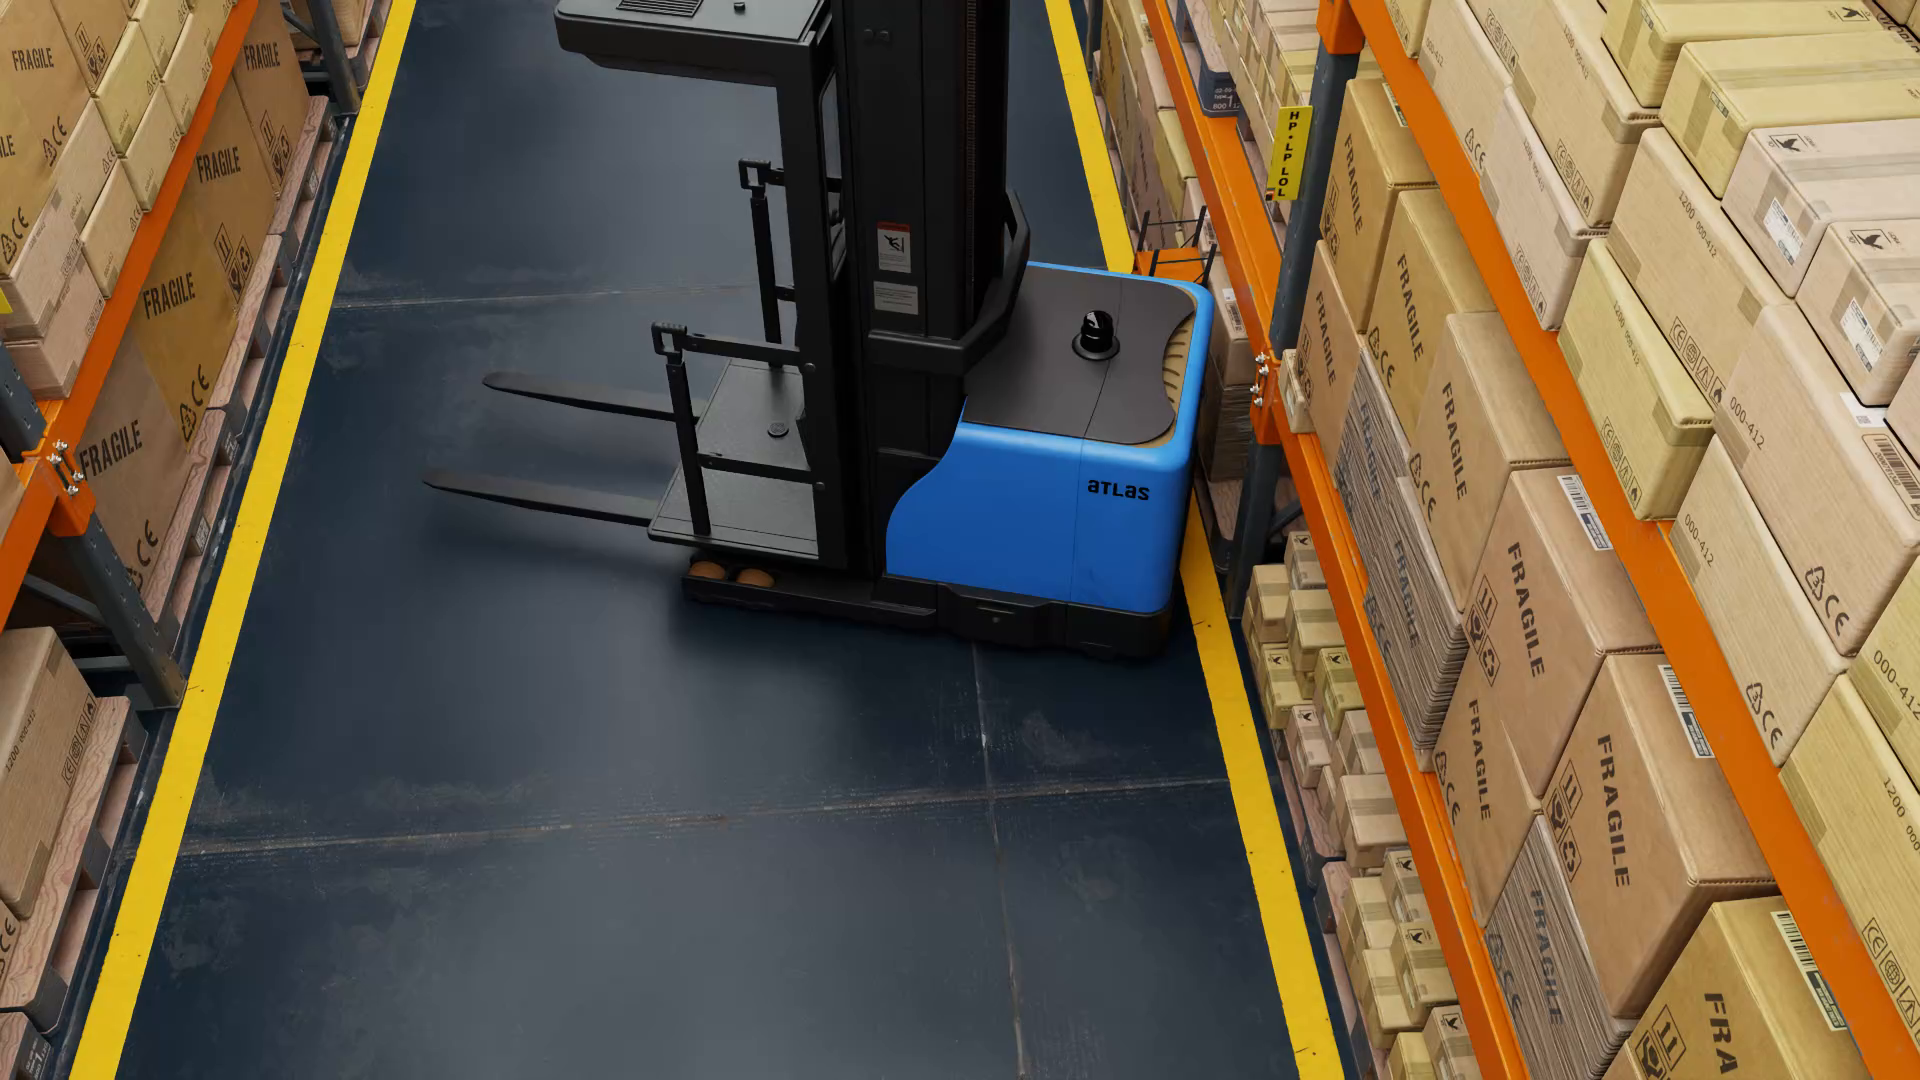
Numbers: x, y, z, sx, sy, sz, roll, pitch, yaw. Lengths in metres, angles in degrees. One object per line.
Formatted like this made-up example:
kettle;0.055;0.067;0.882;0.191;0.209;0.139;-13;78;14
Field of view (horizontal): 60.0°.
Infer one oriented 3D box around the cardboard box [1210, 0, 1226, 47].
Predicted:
cardboard box;1.193;-2.068;6.526;0.380;0.149;0.250;-2;47;-2

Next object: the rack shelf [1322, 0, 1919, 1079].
rack shelf;1.703;-0.129;3.236;1.077;0.370;4.000;-3;47;-3

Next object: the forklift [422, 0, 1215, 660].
forklift;-0.611;-1.102;5.775;3.031;2.935;1.130;9;47;8

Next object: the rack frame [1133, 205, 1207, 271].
rack frame;0.793;-0.967;6.799;0.240;1.200;0.006;-6;62;-6

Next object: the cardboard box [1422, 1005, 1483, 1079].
cardboard box;1.514;1.421;4.603;0.380;0.149;0.250;-5;47;-5

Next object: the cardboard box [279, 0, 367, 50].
cardboard box;-3.760;-2.962;9.010;0.950;0.372;0.625;-6;47;-6

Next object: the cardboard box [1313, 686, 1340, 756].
cardboard box;1.414;0.575;5.609;0.380;0.149;0.250;-4;47;-4

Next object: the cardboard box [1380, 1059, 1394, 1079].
cardboard box;1.440;1.636;4.809;0.380;0.149;0.250;-3;47;-3

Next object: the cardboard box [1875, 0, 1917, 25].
cardboard box;1.930;-1.118;3.161;0.380;0.149;0.250;-5;47;-5

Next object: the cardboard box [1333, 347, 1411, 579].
cardboard box;1.375;-0.198;4.597;0.500;0.500;0.500;-3;47;-3

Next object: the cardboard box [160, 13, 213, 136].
cardboard box;-3.267;-1.809;6.501;0.500;0.250;0.500;-4;47;-4

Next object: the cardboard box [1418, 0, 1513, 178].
cardboard box;1.363;-1.059;3.725;0.500;0.250;0.500;-4;47;-4

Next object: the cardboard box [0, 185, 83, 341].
cardboard box;-3.144;-0.874;5.271;0.500;0.250;0.500;-5;47;-4

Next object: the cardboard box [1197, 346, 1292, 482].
cardboard box;1.223;-0.597;6.682;0.500;0.500;0.500;-4;47;-4

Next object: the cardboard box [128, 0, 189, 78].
cardboard box;-3.276;-1.982;6.320;0.500;0.250;0.500;-5;47;-4

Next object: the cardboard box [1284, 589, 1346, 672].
cardboard box;1.322;0.304;5.661;0.380;0.149;0.250;-1;47;-1

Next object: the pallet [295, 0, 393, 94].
pallet;-3.787;-2.919;9.369;1.003;0.211;1.213;-3;47;-3

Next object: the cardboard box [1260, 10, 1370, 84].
cardboard box;1.265;-1.715;5.782;0.380;0.149;0.250;-5;47;-5

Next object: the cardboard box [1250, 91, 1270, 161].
cardboard box;1.264;-1.494;5.983;0.380;0.149;0.250;-4;47;-3

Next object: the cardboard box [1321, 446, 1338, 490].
cardboard box;1.329;-0.299;5.140;0.380;0.149;0.250;-2;47;-2

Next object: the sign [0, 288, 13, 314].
sign;-2.835;-0.778;4.770;0.100;0.325;0.005;-3;47;-3

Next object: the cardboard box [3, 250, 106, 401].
cardboard box;-3.162;-0.701;5.451;0.500;0.250;0.500;-4;47;-4

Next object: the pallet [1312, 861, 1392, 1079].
pallet;1.733;1.535;5.151;1.003;0.211;1.213;-3;47;-3

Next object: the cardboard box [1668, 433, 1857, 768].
cardboard box;1.491;0.081;2.645;0.500;0.250;0.500;-2;47;-2

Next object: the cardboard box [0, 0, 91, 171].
cardboard box;-3.209;-1.499;5.346;0.500;0.500;0.500;-4;47;-4

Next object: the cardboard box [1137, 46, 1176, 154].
cardboard box;1.089;-1.990;7.484;0.500;0.250;0.500;-3;47;-3

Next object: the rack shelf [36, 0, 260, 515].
rack shelf;-3.556;-1.618;6.712;1.077;0.370;4.000;-3;47;-3

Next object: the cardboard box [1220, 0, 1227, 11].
cardboard box;1.192;-2.182;6.429;0.380;0.149;0.250;-3;47;-3

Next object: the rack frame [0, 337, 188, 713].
rack frame;-3.388;-0.418;5.080;1.000;3.000;0.127;-3;47;-3

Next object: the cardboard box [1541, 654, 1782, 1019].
cardboard box;1.490;0.563;3.188;0.500;0.500;0.500;-1;47;-1

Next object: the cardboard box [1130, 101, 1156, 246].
cardboard box;1.099;-1.709;7.735;0.500;0.500;0.500;-5;47;-4

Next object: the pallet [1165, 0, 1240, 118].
pallet;1.408;-2.190;6.891;1.003;0.211;1.213;-3;47;-3

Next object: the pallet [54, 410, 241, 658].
pallet;-3.528;-0.013;6.617;1.003;0.211;1.213;-3;47;-3

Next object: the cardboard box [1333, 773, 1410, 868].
cardboard box;1.377;0.860;5.134;0.380;0.149;0.250;-3;47;-2

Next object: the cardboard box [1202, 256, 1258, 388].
cardboard box;1.222;-0.858;6.413;0.500;0.250;0.500;-5;47;-4

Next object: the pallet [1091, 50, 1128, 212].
pallet;1.265;-2.162;8.652;1.003;0.211;1.213;-3;47;-3

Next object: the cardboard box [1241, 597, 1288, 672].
cardboard box;1.246;0.327;6.049;0.380;0.149;0.250;-5;47;-5

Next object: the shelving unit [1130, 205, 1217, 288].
shelving unit;0.805;-0.887;6.757;0.258;1.200;0.189;-6;62;-6

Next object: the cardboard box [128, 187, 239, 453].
cardboard box;-3.603;-0.929;6.738;0.875;0.875;0.875;-2;47;-2

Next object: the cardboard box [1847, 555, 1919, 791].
cardboard box;1.535;0.262;2.129;0.500;0.250;0.500;-5;47;-4

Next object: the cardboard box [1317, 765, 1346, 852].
cardboard box;1.412;0.877;5.528;0.380;0.149;0.250;-4;47;-4

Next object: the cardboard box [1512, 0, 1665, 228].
cardboard box;1.402;-0.856;3.187;0.500;0.250;0.500;-3;47;-3

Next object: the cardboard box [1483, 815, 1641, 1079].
cardboard box;1.487;0.917;3.542;0.500;0.500;0.500;-3;47;-3

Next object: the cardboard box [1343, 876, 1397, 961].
cardboard box;1.392;1.157;5.057;0.380;0.149;0.250;-4;47;-4

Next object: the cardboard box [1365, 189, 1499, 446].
cardboard box;1.389;-0.557;4.249;0.500;0.500;0.500;-5;47;-4

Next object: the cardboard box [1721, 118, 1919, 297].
cardboard box;1.443;-0.524;2.599;0.380;0.149;0.250;-5;47;-4

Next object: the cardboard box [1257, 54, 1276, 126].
cardboard box;1.265;-1.599;5.877;0.380;0.149;0.250;-2;47;-2

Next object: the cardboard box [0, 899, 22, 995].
cardboard box;-3.367;1.427;4.808;0.875;0.438;0.875;-5;47;-4
